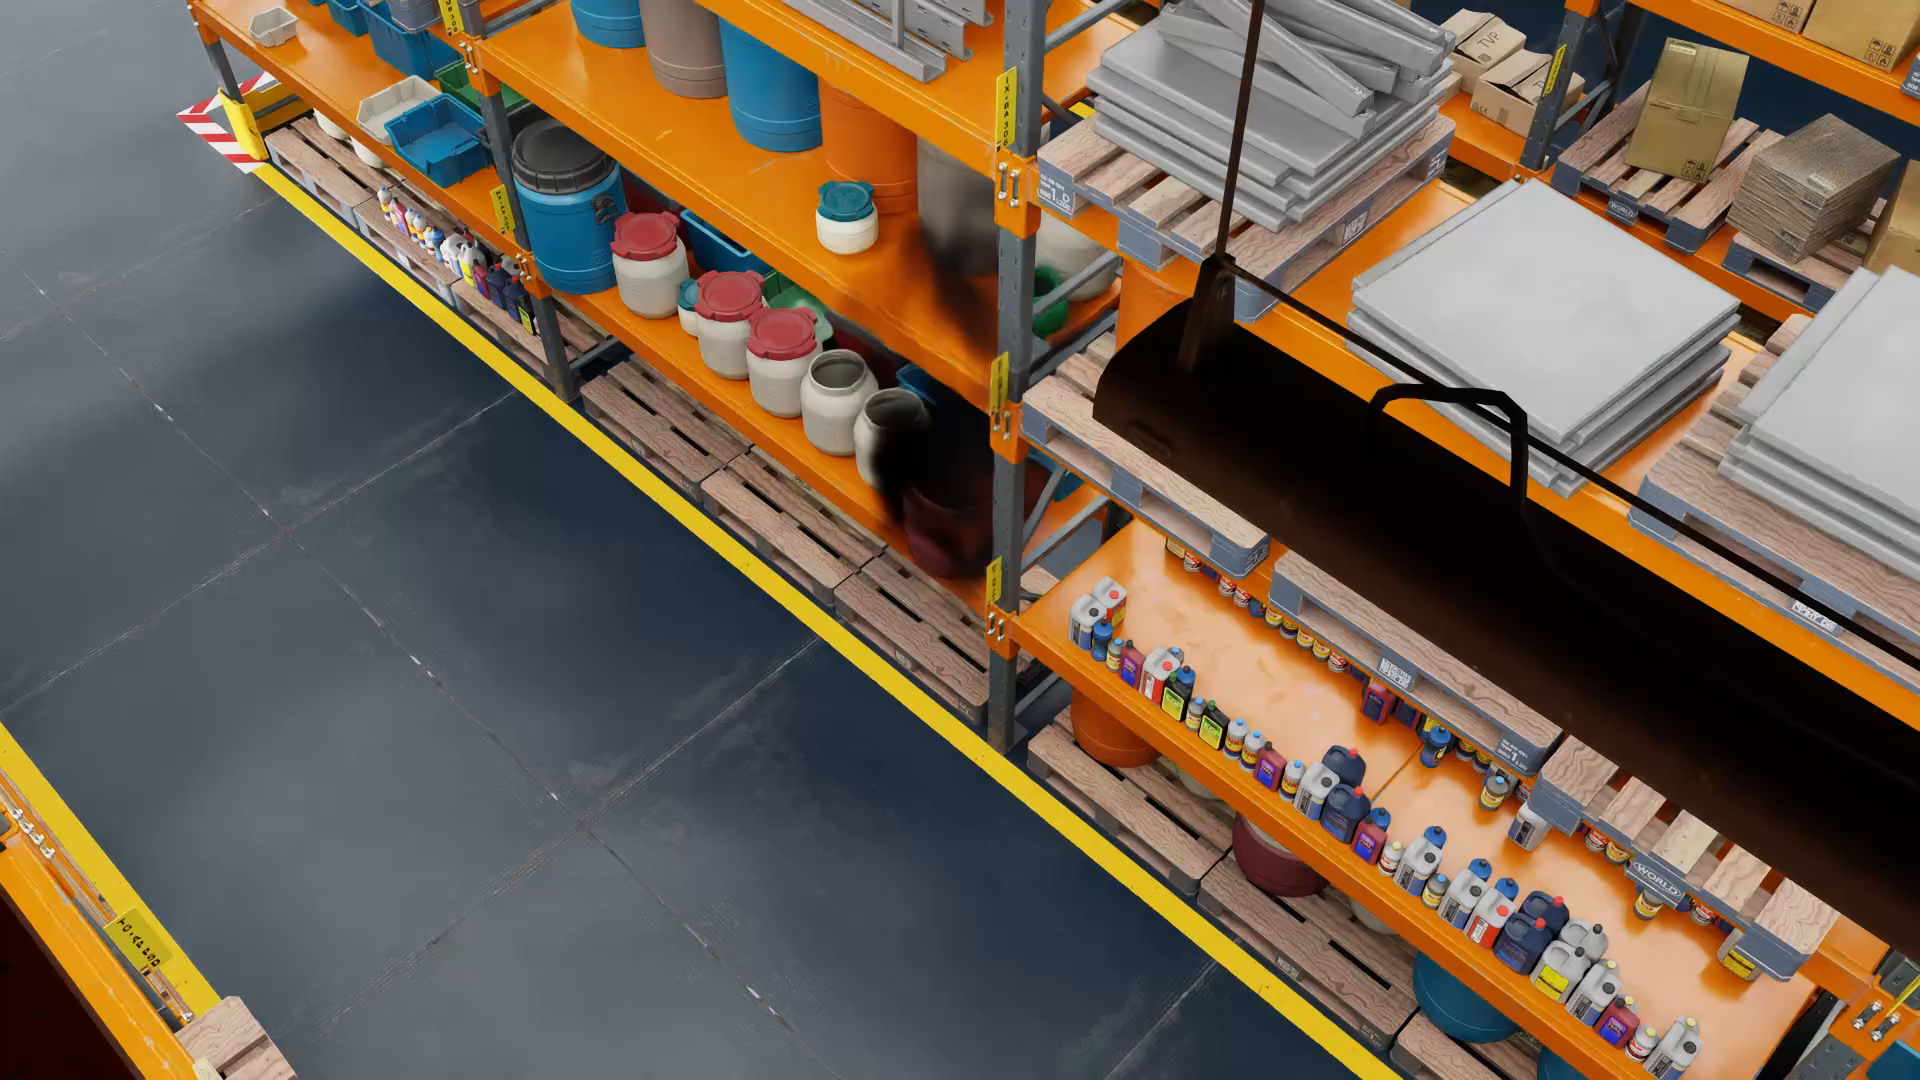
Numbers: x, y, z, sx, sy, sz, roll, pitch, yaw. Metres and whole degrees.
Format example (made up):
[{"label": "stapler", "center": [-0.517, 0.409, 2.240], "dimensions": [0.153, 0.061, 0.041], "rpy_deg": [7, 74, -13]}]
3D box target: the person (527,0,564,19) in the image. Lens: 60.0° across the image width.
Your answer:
[{"label": "person", "center": [-2.909, -3.876, 12.518], "dimensions": [0.616, 1.718, 0.747], "rpy_deg": [37, 59, 27]}]
